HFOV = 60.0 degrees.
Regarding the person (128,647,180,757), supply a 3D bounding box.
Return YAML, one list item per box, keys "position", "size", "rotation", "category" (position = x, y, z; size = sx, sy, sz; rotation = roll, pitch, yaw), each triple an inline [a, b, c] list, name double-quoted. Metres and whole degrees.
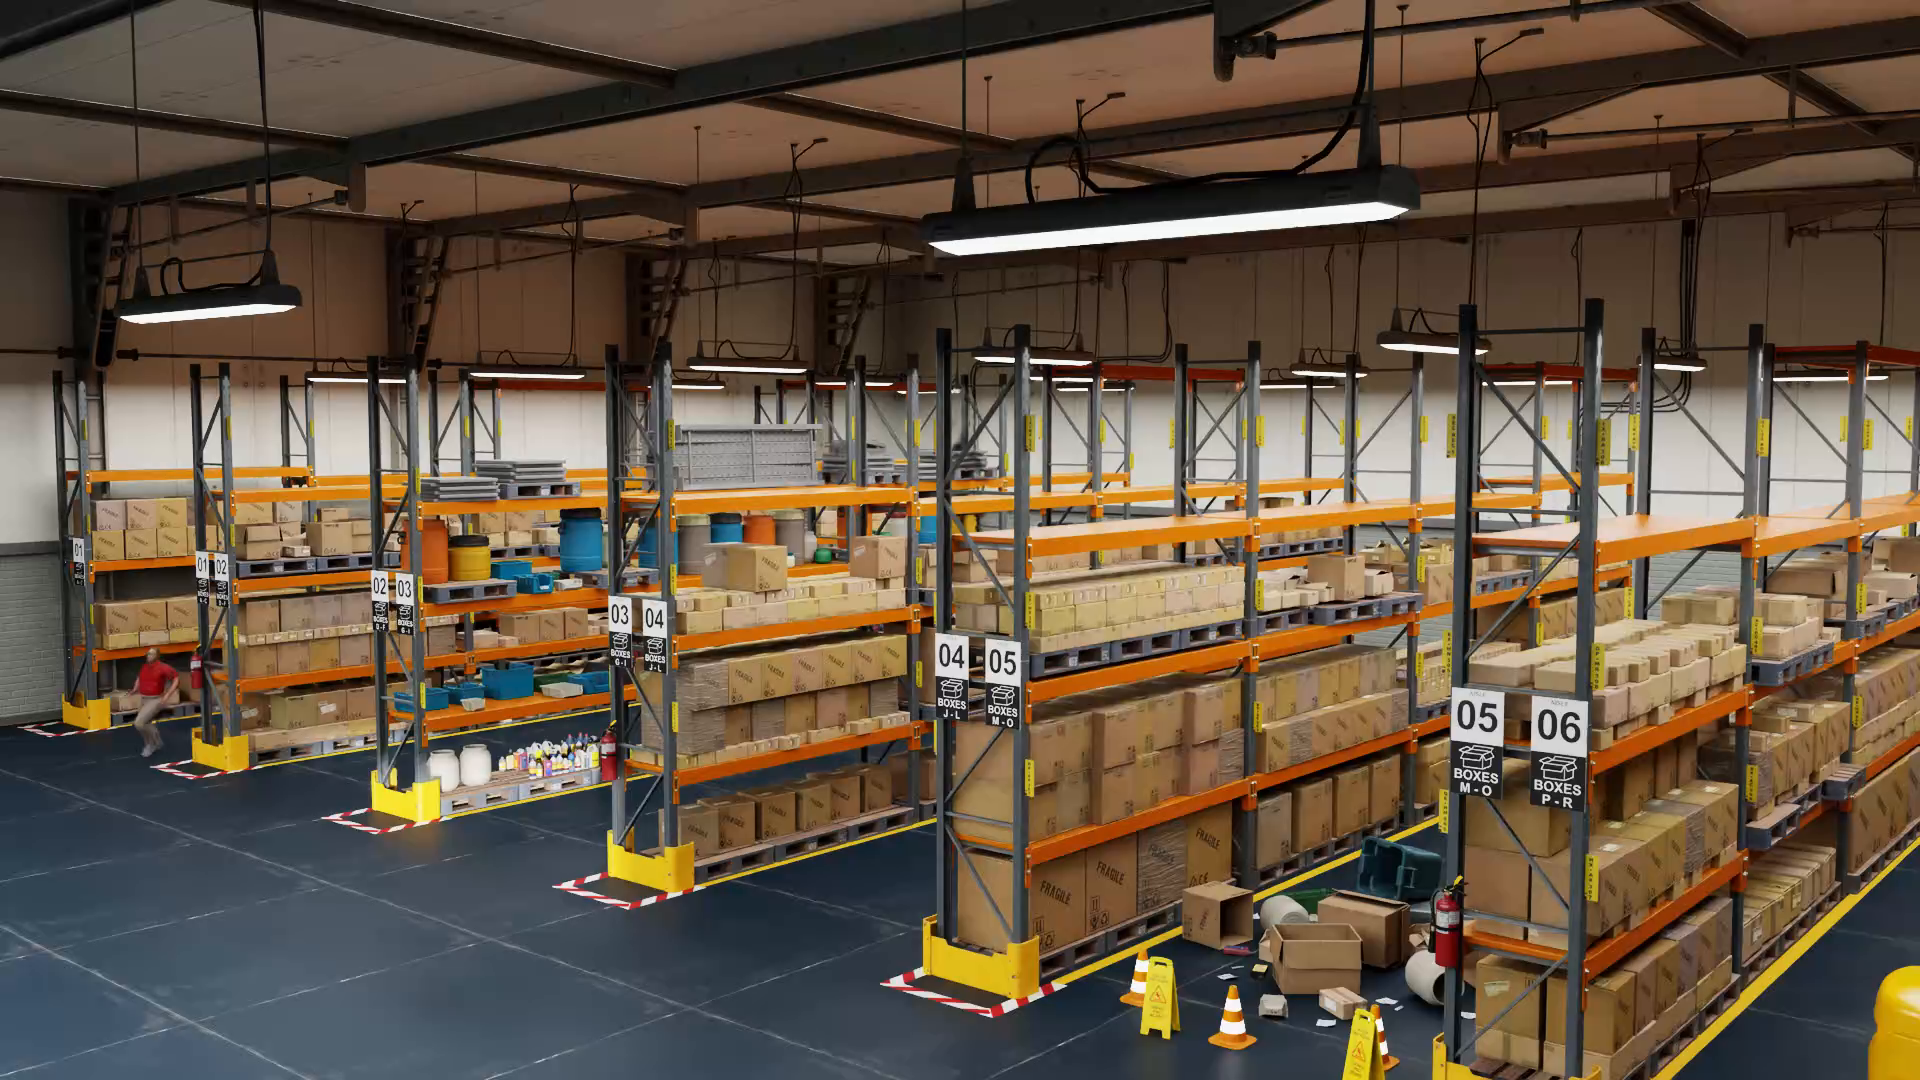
- position: [-12.400, 2.494, 25.528]
  size: [0.719, 1.712, 0.636]
  rotation: [2, 5, 30]
  category: "person"
